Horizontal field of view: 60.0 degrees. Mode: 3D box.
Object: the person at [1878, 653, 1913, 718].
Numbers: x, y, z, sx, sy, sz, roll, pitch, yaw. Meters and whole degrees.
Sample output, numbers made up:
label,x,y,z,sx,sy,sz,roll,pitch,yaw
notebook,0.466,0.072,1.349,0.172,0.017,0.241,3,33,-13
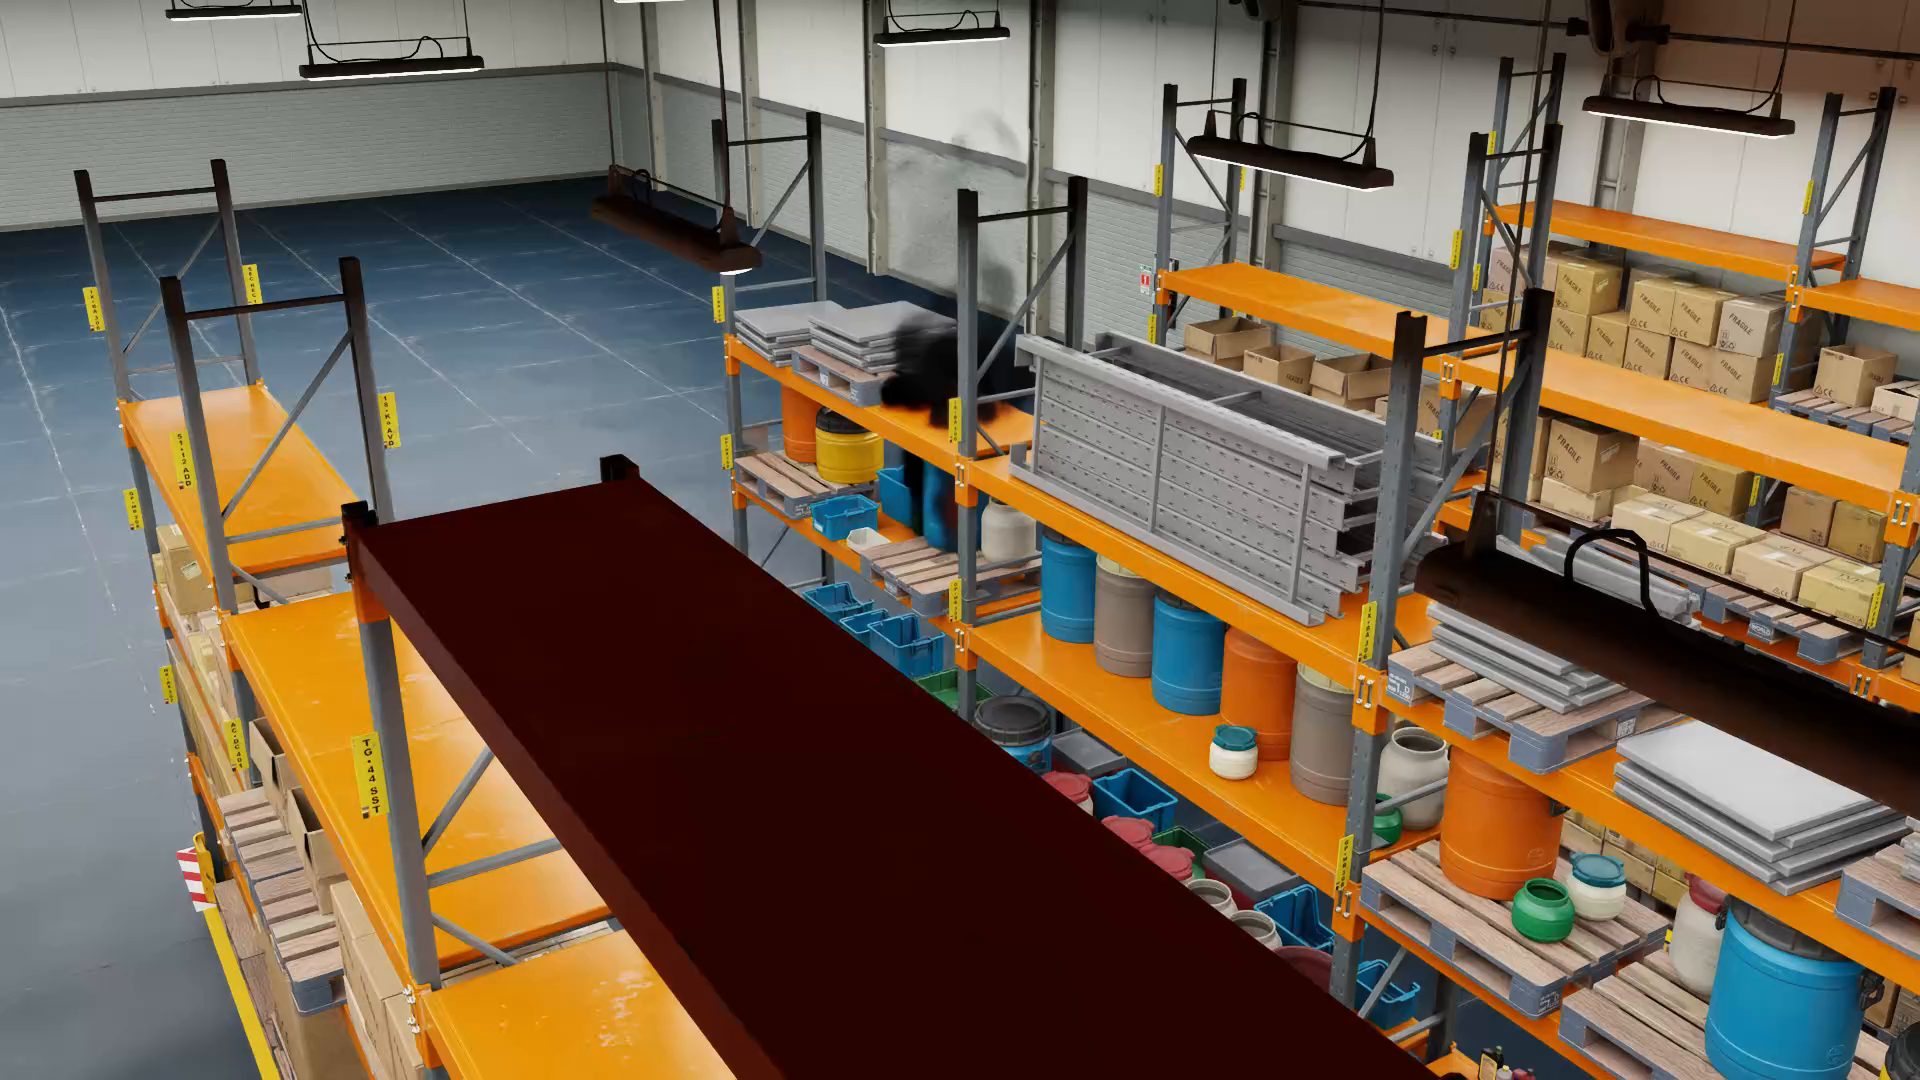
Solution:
label,x,y,z,sx,sy,sz,roll,pitch,yaw
person,8.198,1.793,14.555,0.640,1.819,0.775,-18,28,-38
